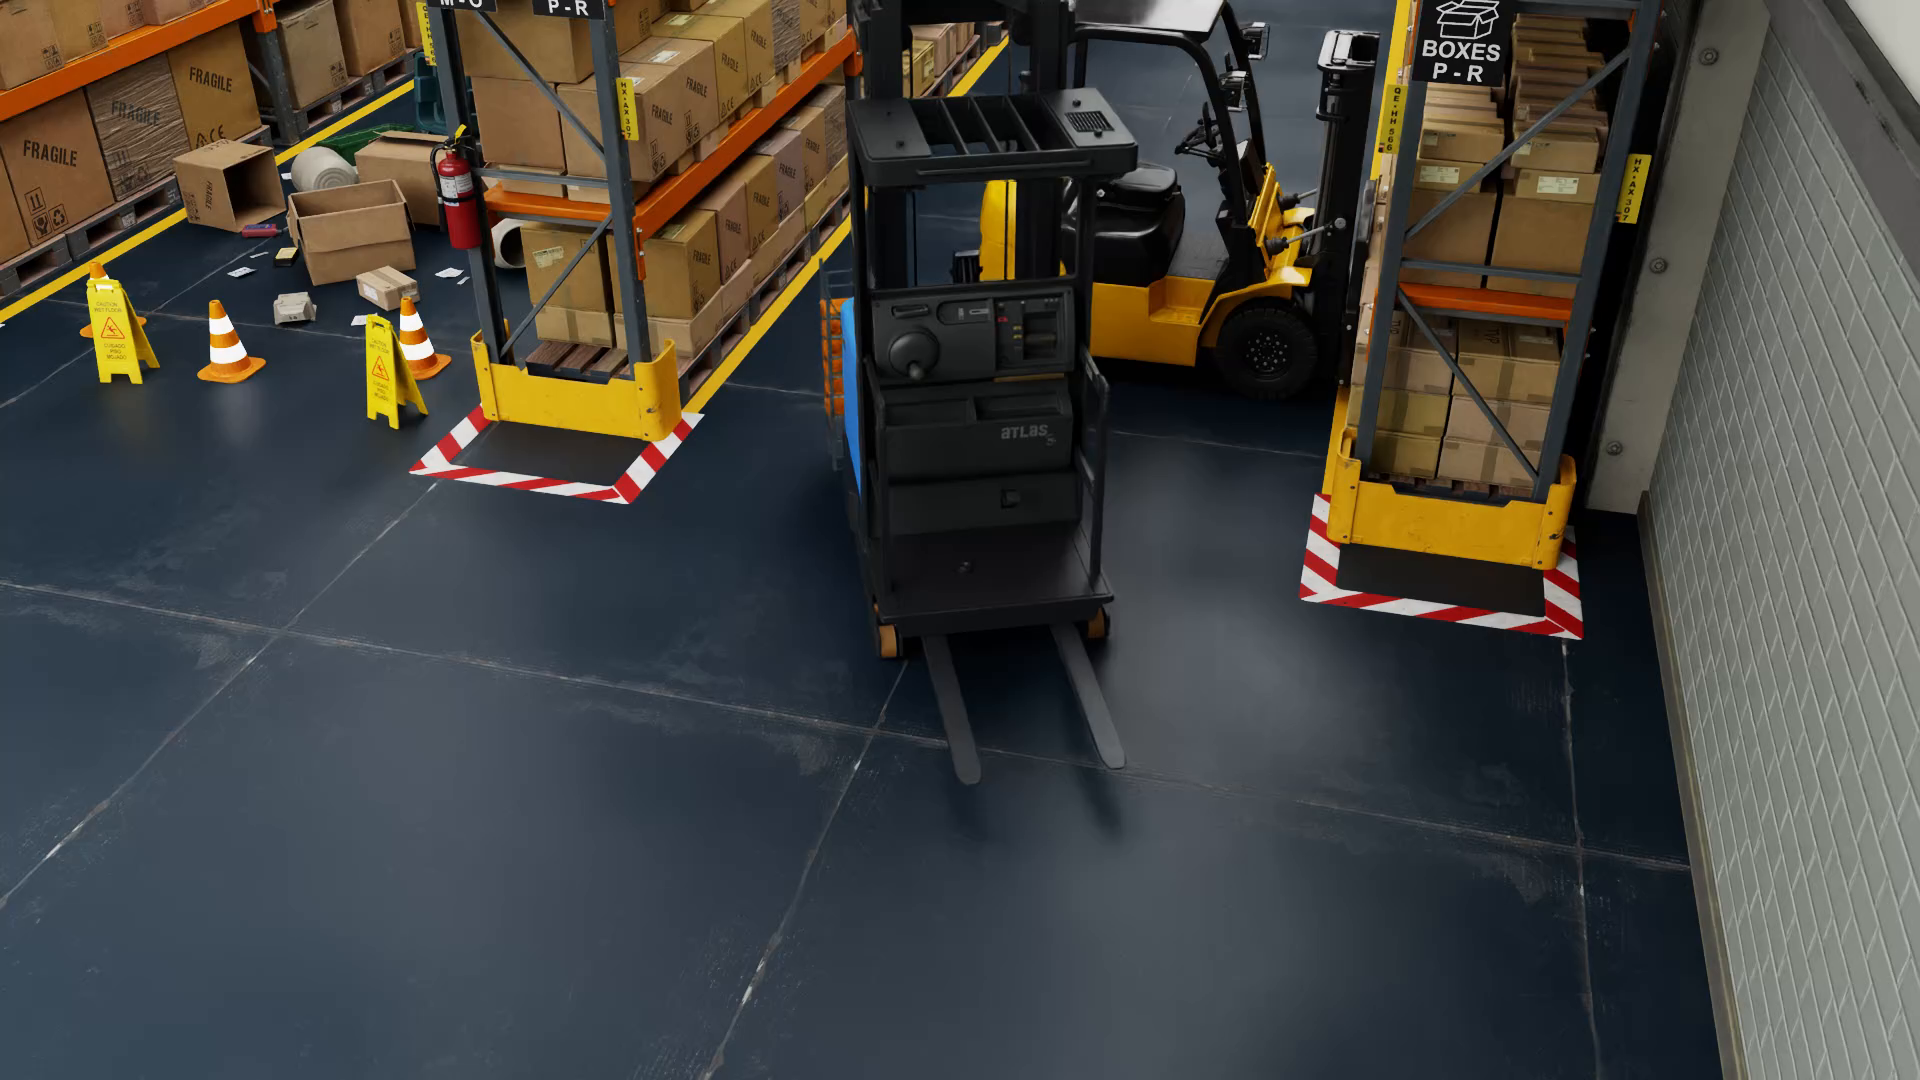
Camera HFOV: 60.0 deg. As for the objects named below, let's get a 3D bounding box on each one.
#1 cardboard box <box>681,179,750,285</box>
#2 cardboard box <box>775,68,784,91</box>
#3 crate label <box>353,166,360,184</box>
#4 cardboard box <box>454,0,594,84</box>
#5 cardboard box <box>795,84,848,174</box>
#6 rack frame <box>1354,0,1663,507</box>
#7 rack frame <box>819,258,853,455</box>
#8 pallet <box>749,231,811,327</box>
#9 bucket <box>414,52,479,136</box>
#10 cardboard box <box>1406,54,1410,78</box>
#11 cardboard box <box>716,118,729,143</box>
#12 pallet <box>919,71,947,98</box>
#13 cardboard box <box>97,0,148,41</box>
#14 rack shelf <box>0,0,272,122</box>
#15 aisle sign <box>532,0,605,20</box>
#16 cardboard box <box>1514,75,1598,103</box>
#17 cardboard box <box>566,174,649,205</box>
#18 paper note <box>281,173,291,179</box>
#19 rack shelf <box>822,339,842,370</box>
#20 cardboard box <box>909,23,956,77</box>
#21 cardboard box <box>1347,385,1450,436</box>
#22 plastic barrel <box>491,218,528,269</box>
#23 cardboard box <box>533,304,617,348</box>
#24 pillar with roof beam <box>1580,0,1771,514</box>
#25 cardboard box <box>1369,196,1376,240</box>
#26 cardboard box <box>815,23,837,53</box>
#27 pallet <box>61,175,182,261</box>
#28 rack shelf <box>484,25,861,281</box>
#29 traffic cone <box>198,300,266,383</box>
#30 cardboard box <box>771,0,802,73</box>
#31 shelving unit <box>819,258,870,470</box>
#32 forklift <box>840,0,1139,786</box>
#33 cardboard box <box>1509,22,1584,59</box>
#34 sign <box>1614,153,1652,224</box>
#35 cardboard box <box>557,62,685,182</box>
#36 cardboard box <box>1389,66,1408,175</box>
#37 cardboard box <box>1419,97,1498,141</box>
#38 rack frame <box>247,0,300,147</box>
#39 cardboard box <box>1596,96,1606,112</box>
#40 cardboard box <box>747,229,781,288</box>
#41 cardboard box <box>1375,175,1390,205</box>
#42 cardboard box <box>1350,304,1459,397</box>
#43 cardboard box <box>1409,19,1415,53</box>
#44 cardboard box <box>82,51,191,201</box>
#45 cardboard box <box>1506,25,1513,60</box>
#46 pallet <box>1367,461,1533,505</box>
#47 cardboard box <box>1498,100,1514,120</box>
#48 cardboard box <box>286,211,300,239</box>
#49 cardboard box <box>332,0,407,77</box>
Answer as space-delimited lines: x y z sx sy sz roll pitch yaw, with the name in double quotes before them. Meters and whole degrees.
"cardboard box" -1.659 -1.957 10.506 0.500 0.500 0.500 7 33 11
"cardboard box" -1.385 -3.064 11.008 0.380 0.149 0.250 7 33 12
"crate label" -4.684 -2.883 13.157 0.298 0.136 0.250 -14 35 -21
"cardboard box" -2.347 -2.843 9.124 0.700 0.500 0.500 7 33 11
"cardboard box" -1.141 -3.024 12.184 0.500 0.500 0.500 8 33 12
"rack frame" 2.537 -1.285 7.975 1.000 3.000 0.127 8 33 12
"rack frame" -0.637 -1.012 9.223 0.240 1.200 0.006 -7 33 -11
"pallet" -1.694 -1.869 11.494 1.003 0.211 1.213 8 33 12
"bucket" -3.868 -3.532 13.144 0.726 0.611 0.620 20 28 29
"cardboard box" 2.651 -2.617 9.095 0.380 0.149 0.250 9 33 13
"cardboard box" -1.641 -2.525 10.160 0.380 0.149 0.250 9 34 14
"pallet" -0.746 -3.897 14.683 1.003 0.211 1.213 8 33 12
"cardboard box" -6.514 -3.974 12.065 0.875 0.550 0.550 8 33 12
"rack shelf" -6.571 -3.315 11.838 1.077 0.370 4.000 8 33 12
"aisle sign" -1.981 -2.982 8.221 0.394 0.787 0.004 8 33 12
"cardboard box" 3.058 -2.268 8.547 0.380 0.149 0.250 8 33 13
"cardboard box" -1.979 -2.001 9.336 0.380 0.149 0.250 8 33 13
"paper note" -5.359 -2.931 13.332 0.147 0.020 0.142 -14 35 -21
"rack shelf" -0.616 -1.028 9.107 0.258 0.103 0.180 -7 33 -11
"cardboard box" -0.568 -4.503 15.095 0.950 0.372 0.625 7 33 11
"cardboard box" 2.358 -0.808 8.930 0.500 0.250 0.500 8 33 12
"plastic barrel" -3.206 -2.150 11.737 0.421 0.421 0.512 -21 38 -29
"cardboard box" -2.314 -1.444 10.397 0.500 0.250 0.500 8 33 12
"pillar with roof beam" -0.579 -4.641 7.663 9.100 9.000 0.400 8 33 12
"cardboard box" 3.109 -2.172 11.541 0.500 0.250 0.500 8 33 13
"cardboard box" -1.094 -3.590 11.835 0.380 0.149 0.250 9 33 13
"pallet" -6.640 -2.460 12.423 1.003 0.211 1.213 8 33 12
"rack shelf" -1.758 -2.693 10.861 1.077 0.370 4.000 8 33 12
"traffic cone" -4.564 -1.262 10.303 0.336 0.463 0.334 8 33 12
"cardboard box" -1.374 -3.400 10.932 0.500 0.500 0.500 9 34 14
"shelving unit" -0.616 -0.964 9.148 0.258 1.200 0.189 -7 33 -11
"forklift" 0.104 -0.882 7.406 1.130 2.935 3.031 -5 33 -8
"cardboard box" 3.312 -2.808 9.396 0.380 0.149 0.250 9 34 14
"sign" 3.072 -1.605 7.598 0.100 0.325 0.005 8 33 12
"cardboard box" -1.877 -2.335 9.256 0.500 0.500 0.500 8 33 12
"cardboard box" 2.795 -2.415 9.659 0.500 0.500 0.500 8 33 13
"cardboard box" 2.456 -2.073 8.240 0.380 0.149 0.250 8 33 12
"rack frame" -6.064 -4.656 13.278 1.000 3.000 0.127 8 33 12
"cardboard box" 3.204 -2.259 8.810 0.380 0.149 0.250 8 33 13
"cardboard box" -1.530 -1.905 11.123 0.500 0.250 0.500 10 34 16
"cardboard box" 2.871 -2.067 10.446 0.500 0.250 0.500 9 34 14
"cardboard box" 2.352 -1.005 8.775 0.500 0.250 0.500 9 34 14
"cardboard box" 2.911 -3.020 10.006 0.380 0.149 0.250 8 33 12
"cardboard box" -6.516 -3.151 12.500 0.875 0.875 0.875 8 33 13
"cardboard box" 3.432 -2.948 9.893 0.380 0.149 0.250 9 34 14
"pallet" 2.690 -0.511 9.357 1.003 0.211 1.213 8 33 12
"cardboard box" 3.165 -2.081 9.135 0.500 0.500 0.500 8 33 12
"cardboard box" -4.719 -2.359 12.214 0.396 0.266 0.258 14 35 21
"cardboard box" -5.745 -4.718 15.081 1.050 0.750 0.750 8 33 12
